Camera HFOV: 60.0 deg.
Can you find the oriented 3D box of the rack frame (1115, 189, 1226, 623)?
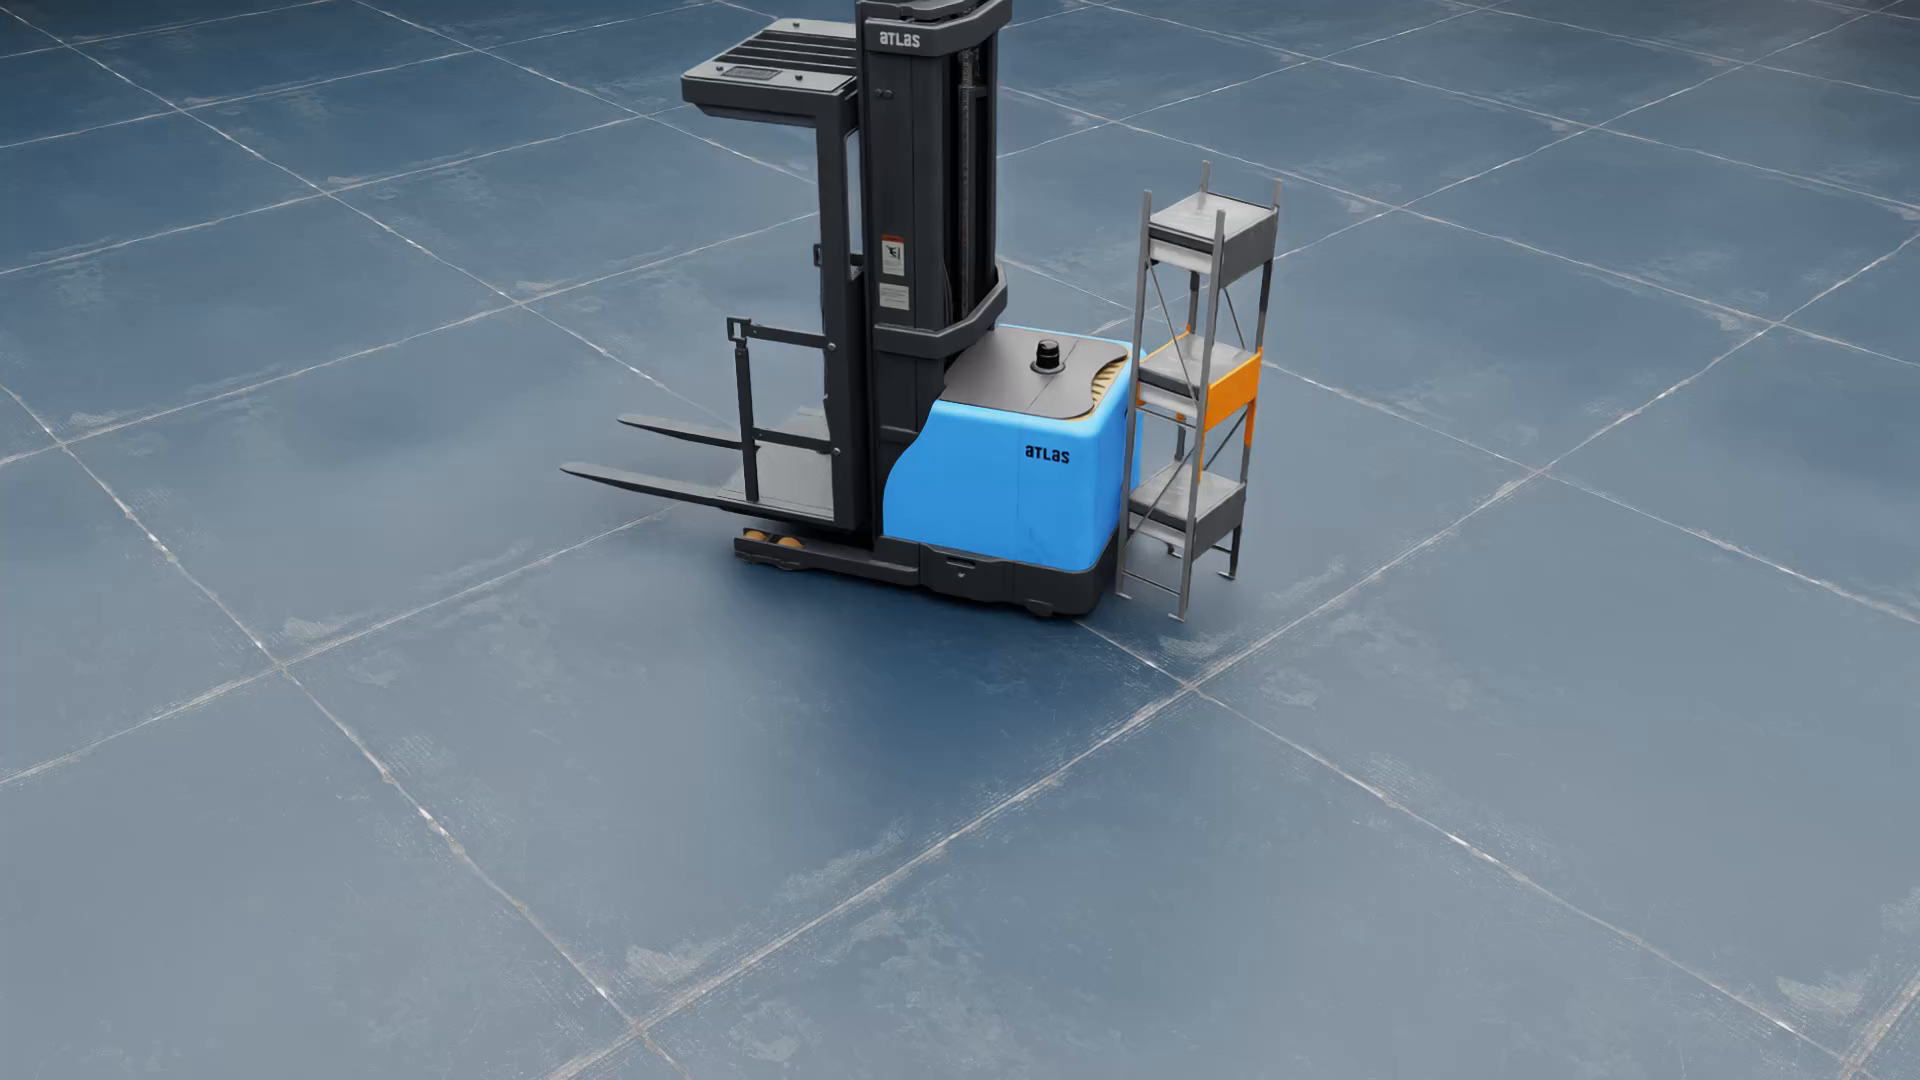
[{"bbox_3d":[0.945,-0.557,7.642,0.400,2.100,0.015,23,38,31],"label":"rack frame"}]

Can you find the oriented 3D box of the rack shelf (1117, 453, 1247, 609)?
[{"bbox_3d":[1.088,-0.051,8.182,0.431,0.518,0.480,23,38,31],"label":"rack shelf"}]

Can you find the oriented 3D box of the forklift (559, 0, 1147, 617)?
[{"bbox_3d":[-0.627,-1.341,8.133,3.031,2.935,1.130,11,33,17],"label":"forklift"}]

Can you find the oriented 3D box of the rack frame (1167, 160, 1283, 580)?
[{"bbox_3d":[1.247,-0.756,7.968,0.400,2.100,0.015,23,38,31],"label":"rack frame"}]

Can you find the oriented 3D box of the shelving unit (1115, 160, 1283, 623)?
[{"bbox_3d":[1.096,-0.656,7.805,0.431,2.100,0.503,23,38,31],"label":"shelving unit"}]

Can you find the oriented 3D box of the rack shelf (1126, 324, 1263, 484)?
[{"bbox_3d":[1.096,-0.645,7.812,0.431,0.518,0.480,23,38,31],"label":"rack shelf"}]

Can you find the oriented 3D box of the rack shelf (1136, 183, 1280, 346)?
[{"bbox_3d":[1.103,-1.239,7.442,0.431,0.518,0.480,23,38,31],"label":"rack shelf"}]
